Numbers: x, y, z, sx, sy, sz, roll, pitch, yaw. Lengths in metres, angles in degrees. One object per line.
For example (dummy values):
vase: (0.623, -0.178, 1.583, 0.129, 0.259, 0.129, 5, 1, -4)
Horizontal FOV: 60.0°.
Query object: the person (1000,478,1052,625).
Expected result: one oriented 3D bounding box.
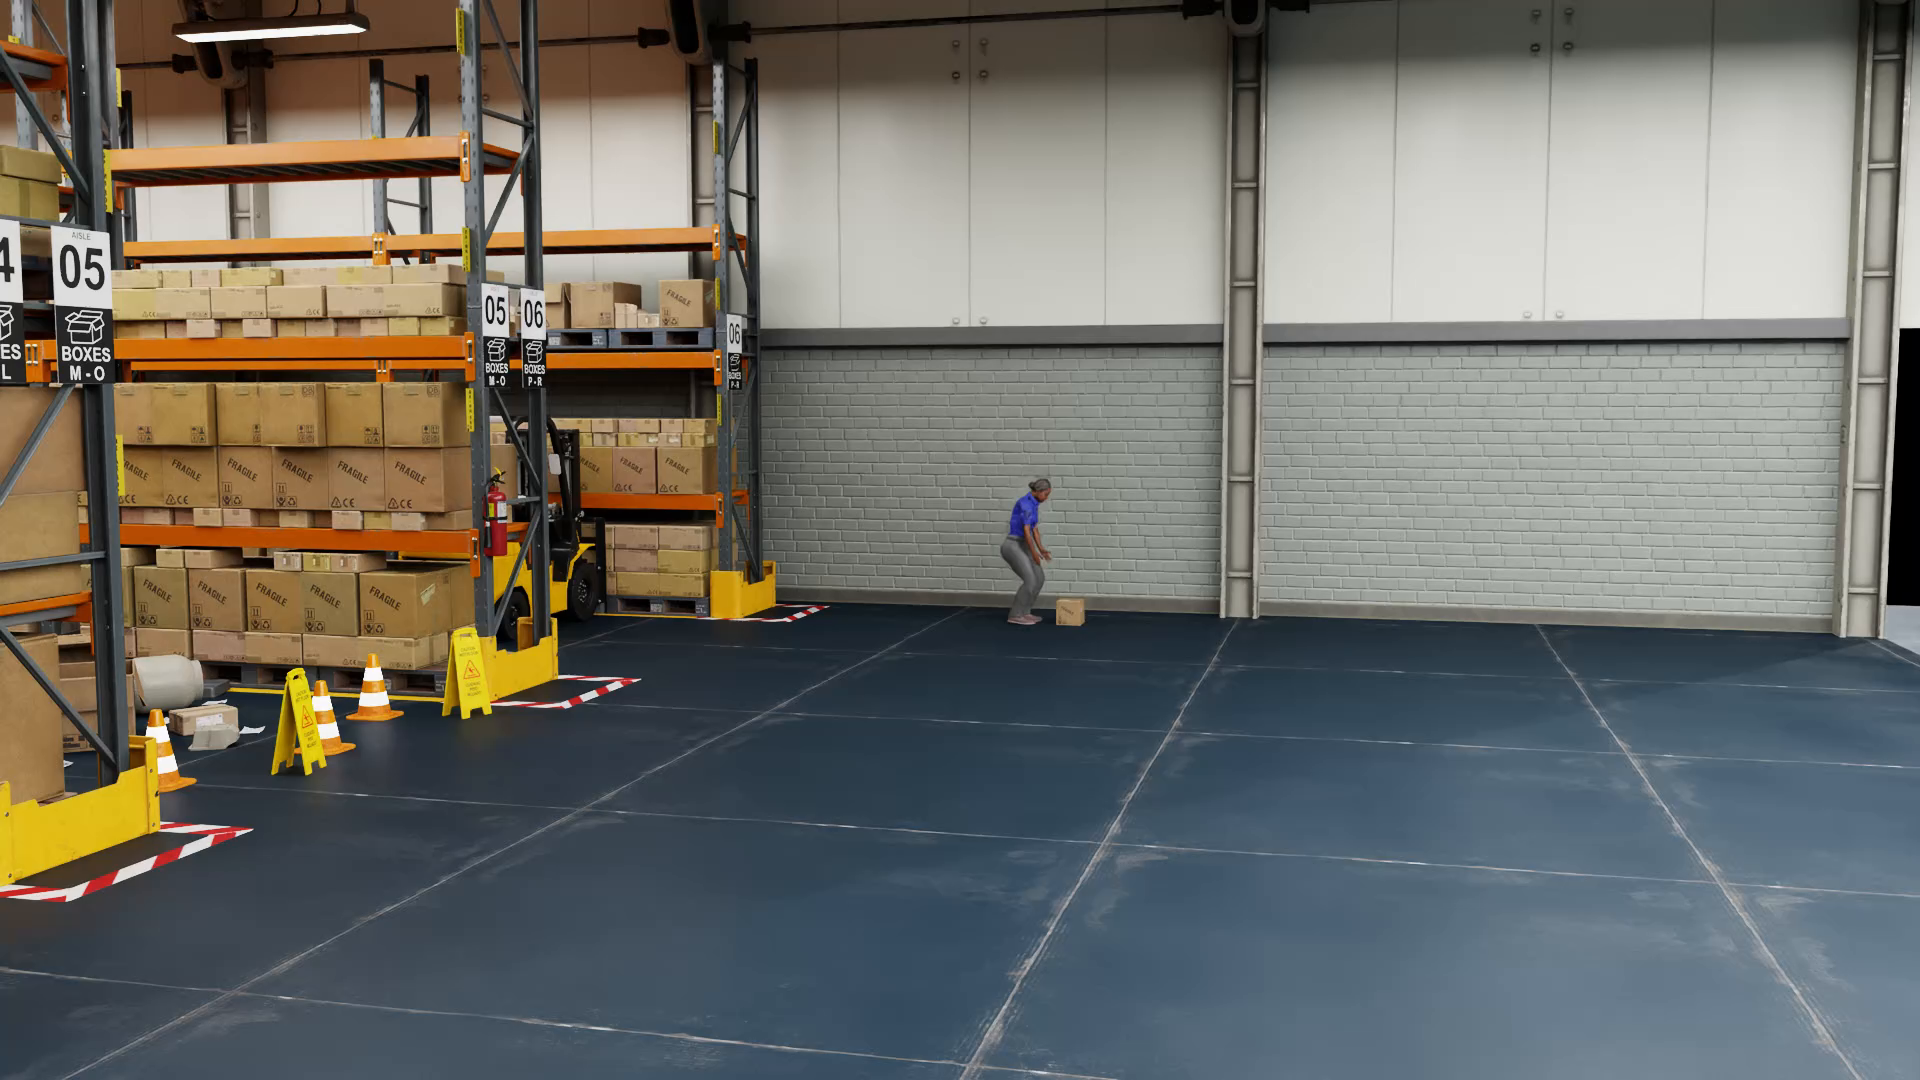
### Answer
person: (0.691, 0.113, 17.223, 0.513, 1.507, 0.484, 1, 5, 14)
